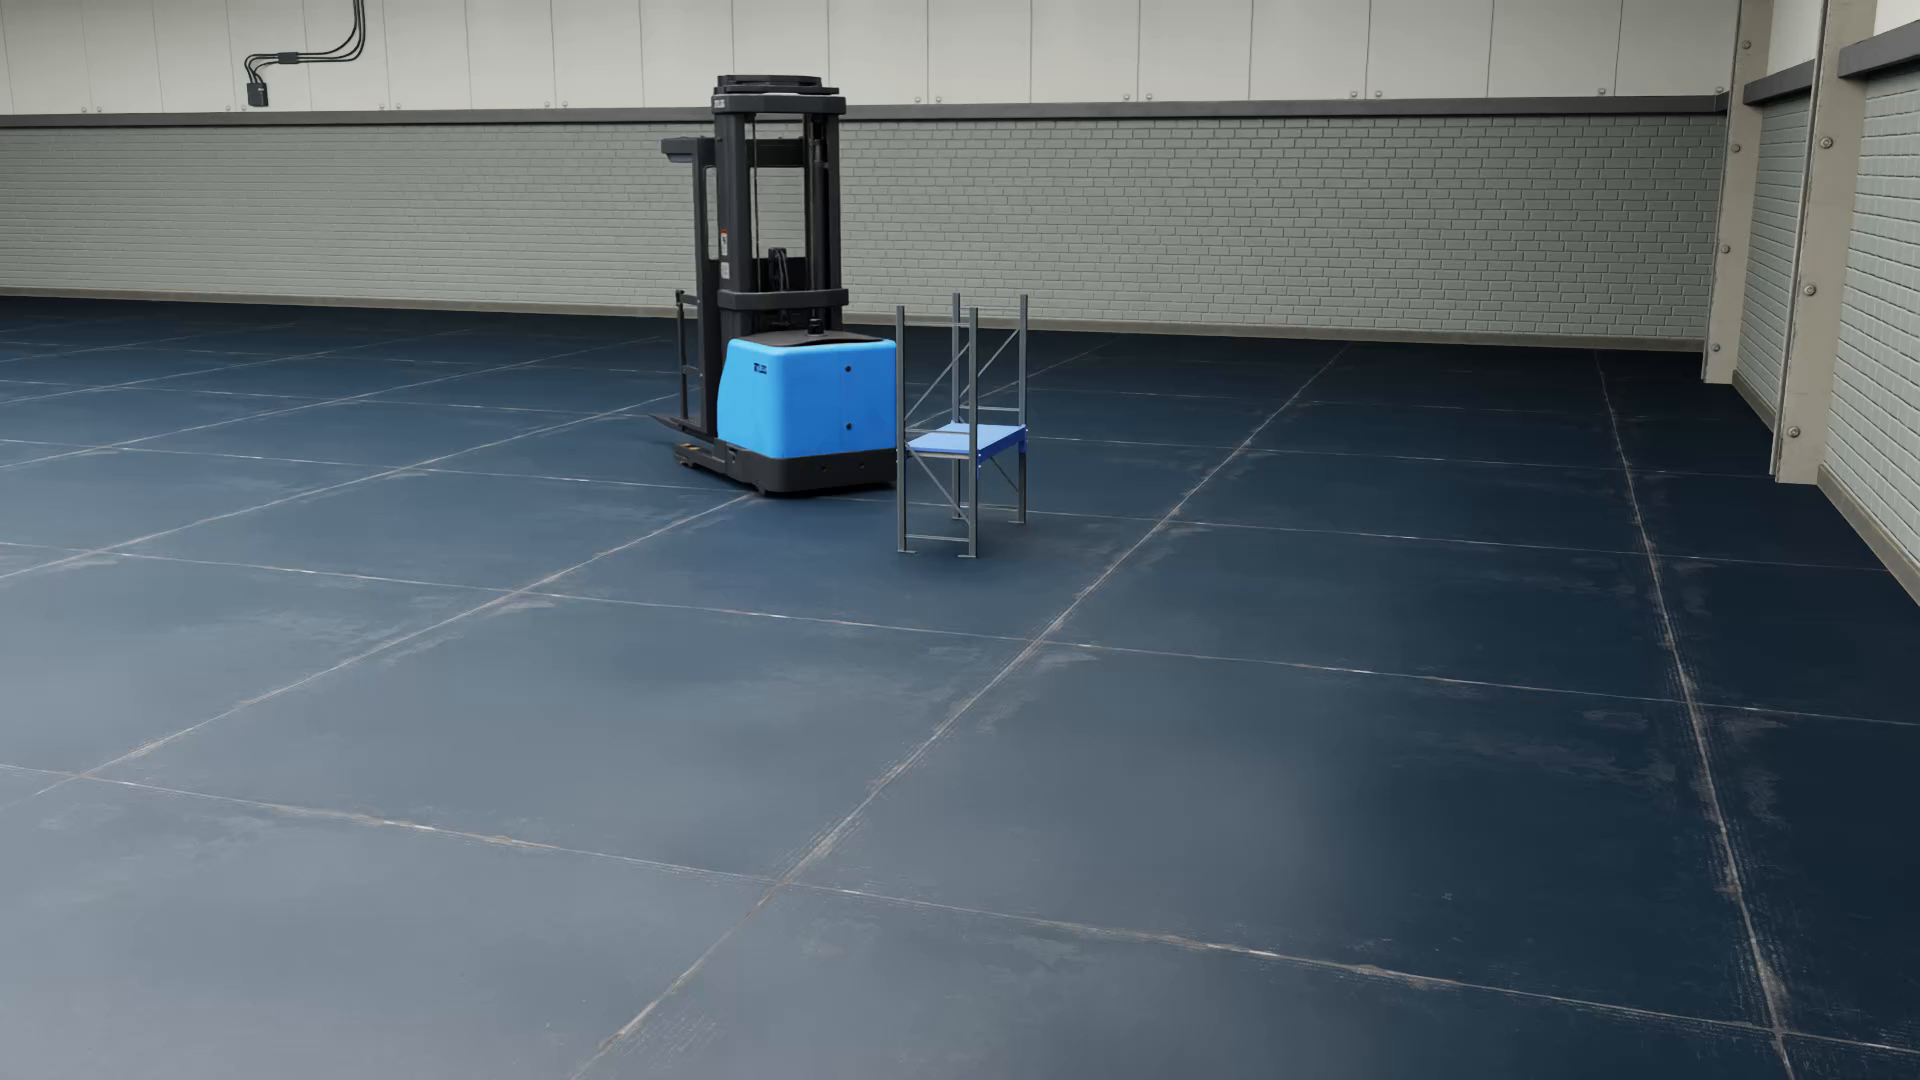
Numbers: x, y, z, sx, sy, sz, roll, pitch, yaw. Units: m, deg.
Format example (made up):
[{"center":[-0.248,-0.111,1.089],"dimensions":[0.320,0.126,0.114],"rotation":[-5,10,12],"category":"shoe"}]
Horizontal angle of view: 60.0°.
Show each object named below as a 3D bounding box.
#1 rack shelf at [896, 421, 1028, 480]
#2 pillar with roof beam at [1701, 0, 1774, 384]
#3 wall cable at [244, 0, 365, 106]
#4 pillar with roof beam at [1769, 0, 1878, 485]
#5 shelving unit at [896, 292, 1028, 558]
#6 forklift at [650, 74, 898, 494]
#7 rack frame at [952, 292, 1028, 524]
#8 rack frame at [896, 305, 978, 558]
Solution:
[{"center":[0.028,-0.574,10.440],"dimensions":[0.538,0.185,1.000],"rotation":[4,14,18],"category":"rack shelf"},{"center":[4.148,-6.420,18.393],"dimensions":[9.100,9.000,0.400],"rotation":[4,14,18],"category":"pillar with roof beam"},{"center":[-10.402,-9.874,25.884],"dimensions":[2.305,6.003,0.169],"rotation":[4,14,18],"category":"wall cable"},{"center":[2.206,-5.157,12.858],"dimensions":[9.100,9.000,0.400],"rotation":[4,14,18],"category":"pillar with roof beam"},{"center":[0.028,-0.749,10.400],"dimensions":[0.538,1.500,1.048],"rotation":[4,14,18],"category":"shelving unit"},{"center":[-1.597,-2.032,12.806],"dimensions":[1.130,2.935,3.031],"rotation":[-7,15,-29],"category":"forklift"},{"center":[0.192,-0.856,10.869],"dimensions":[0.500,1.500,0.032],"rotation":[4,14,18],"category":"rack frame"},{"center":[-0.137,-0.642,9.931],"dimensions":[0.500,1.500,0.032],"rotation":[4,14,18],"category":"rack frame"}]
